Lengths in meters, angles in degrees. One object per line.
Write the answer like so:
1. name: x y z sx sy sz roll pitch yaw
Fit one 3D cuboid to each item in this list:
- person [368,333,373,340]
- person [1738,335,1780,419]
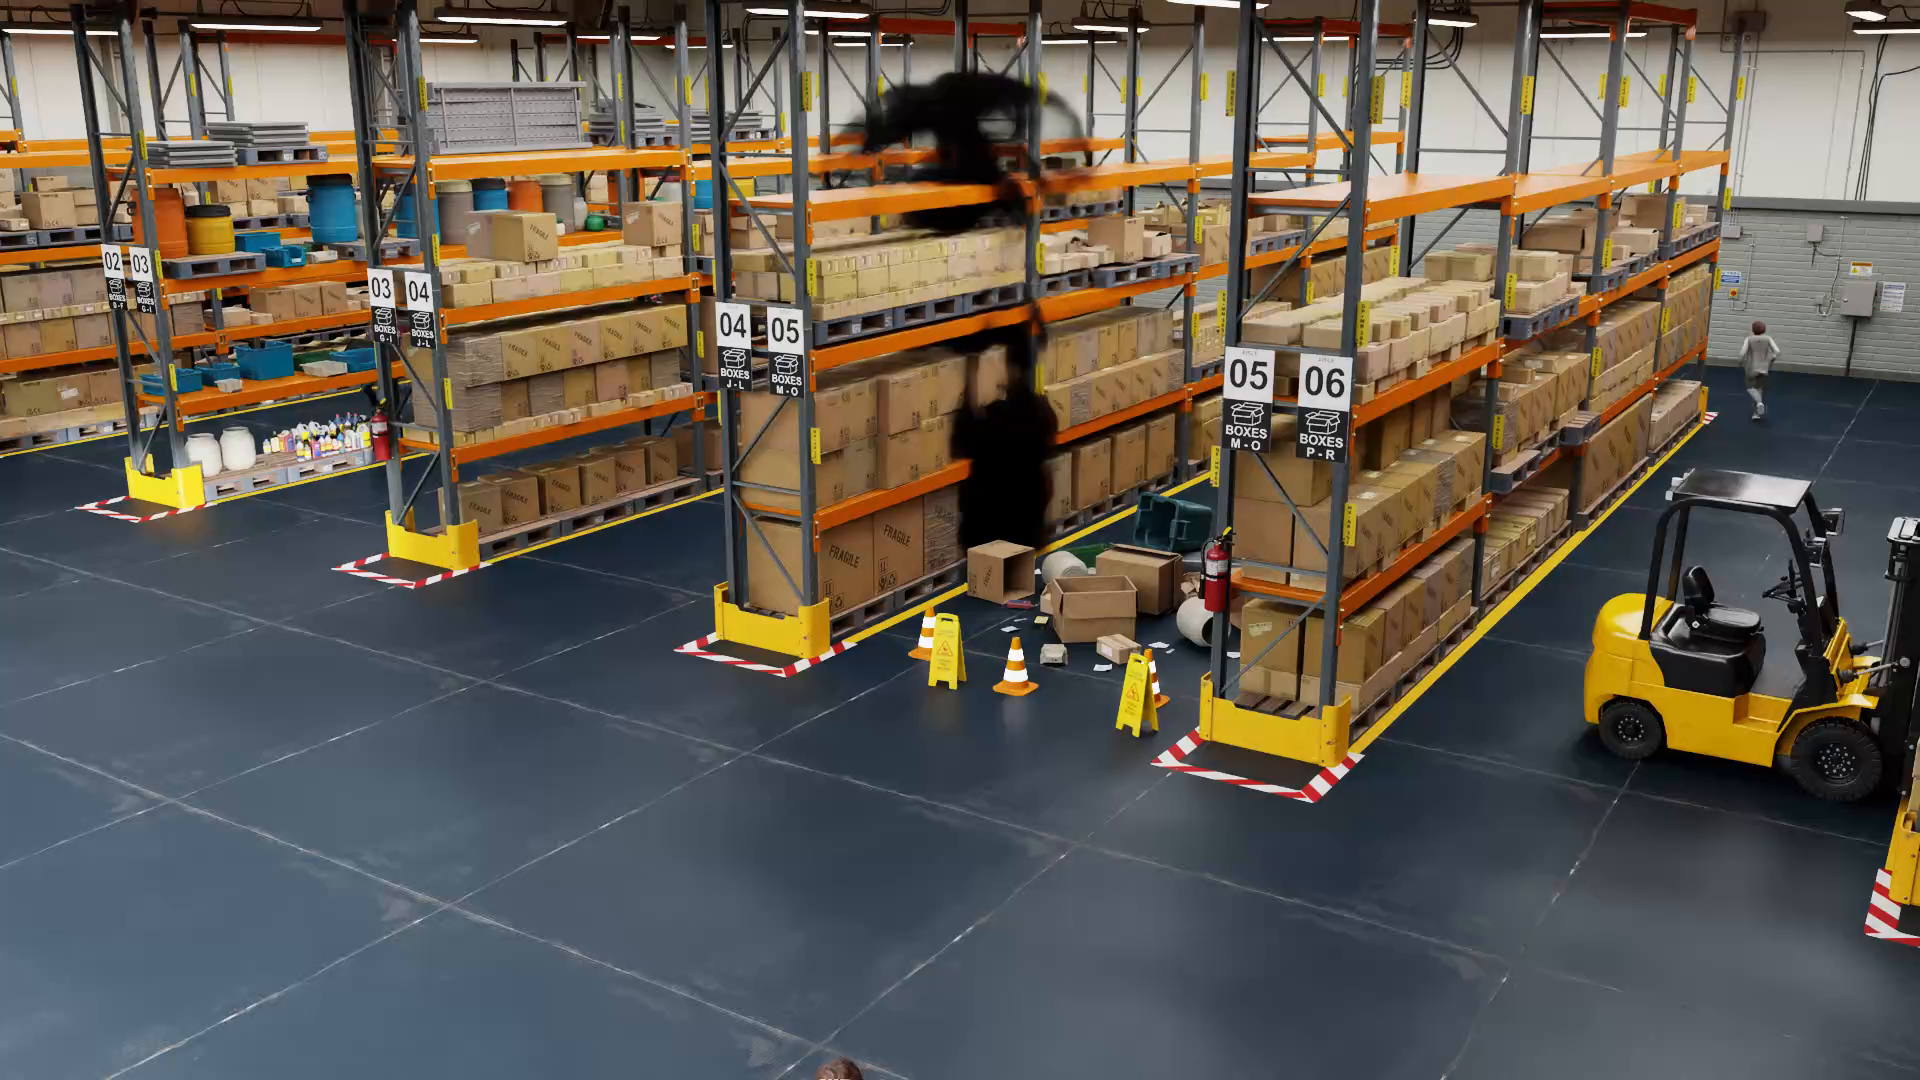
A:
1. person: -8.933 -2.887 25.530 0.510 0.582 0.395 6 17 21
2. person: 12.361 -2.515 25.815 0.598 1.345 0.507 2 16 7
